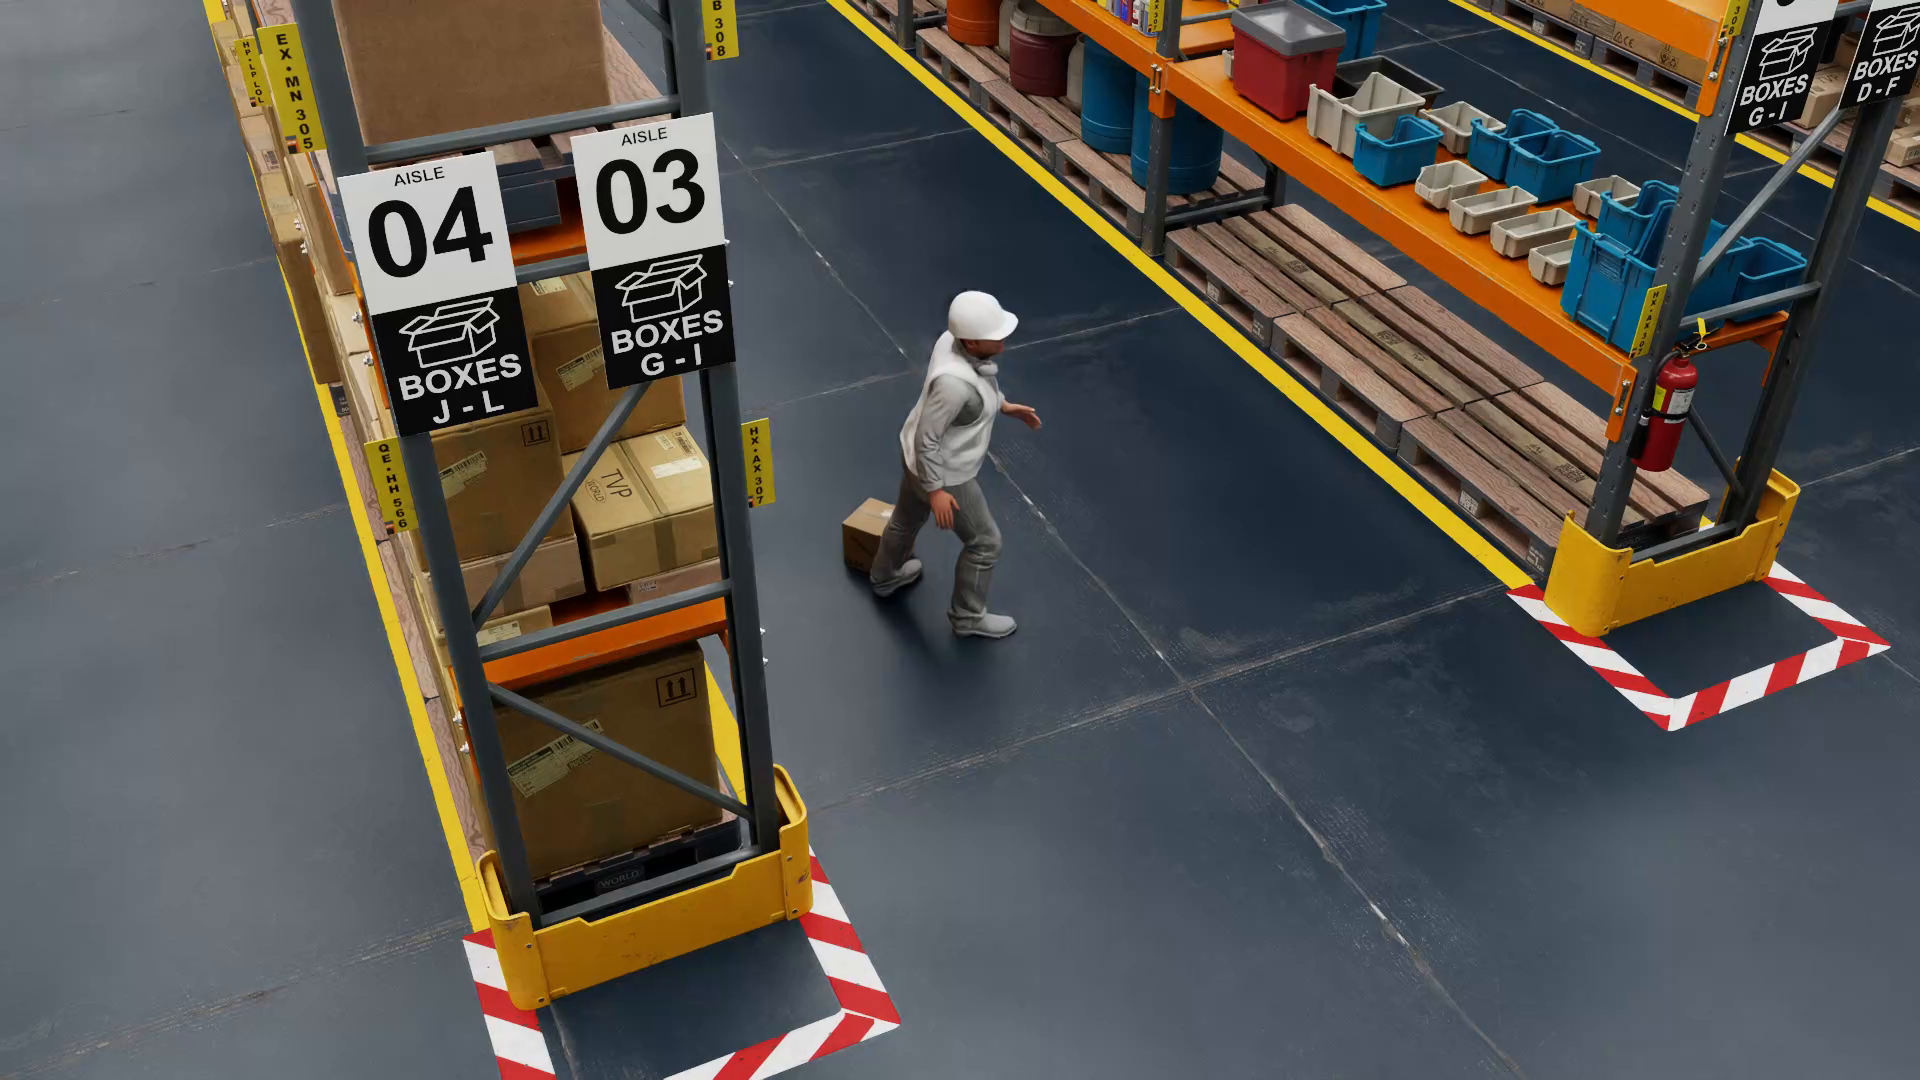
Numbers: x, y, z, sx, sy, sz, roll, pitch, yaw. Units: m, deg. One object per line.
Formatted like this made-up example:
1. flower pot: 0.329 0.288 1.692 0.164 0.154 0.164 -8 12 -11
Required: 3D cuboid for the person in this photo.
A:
1. person: -0.012 -0.353 7.343 0.790 1.731 0.697 -5 37 -7
